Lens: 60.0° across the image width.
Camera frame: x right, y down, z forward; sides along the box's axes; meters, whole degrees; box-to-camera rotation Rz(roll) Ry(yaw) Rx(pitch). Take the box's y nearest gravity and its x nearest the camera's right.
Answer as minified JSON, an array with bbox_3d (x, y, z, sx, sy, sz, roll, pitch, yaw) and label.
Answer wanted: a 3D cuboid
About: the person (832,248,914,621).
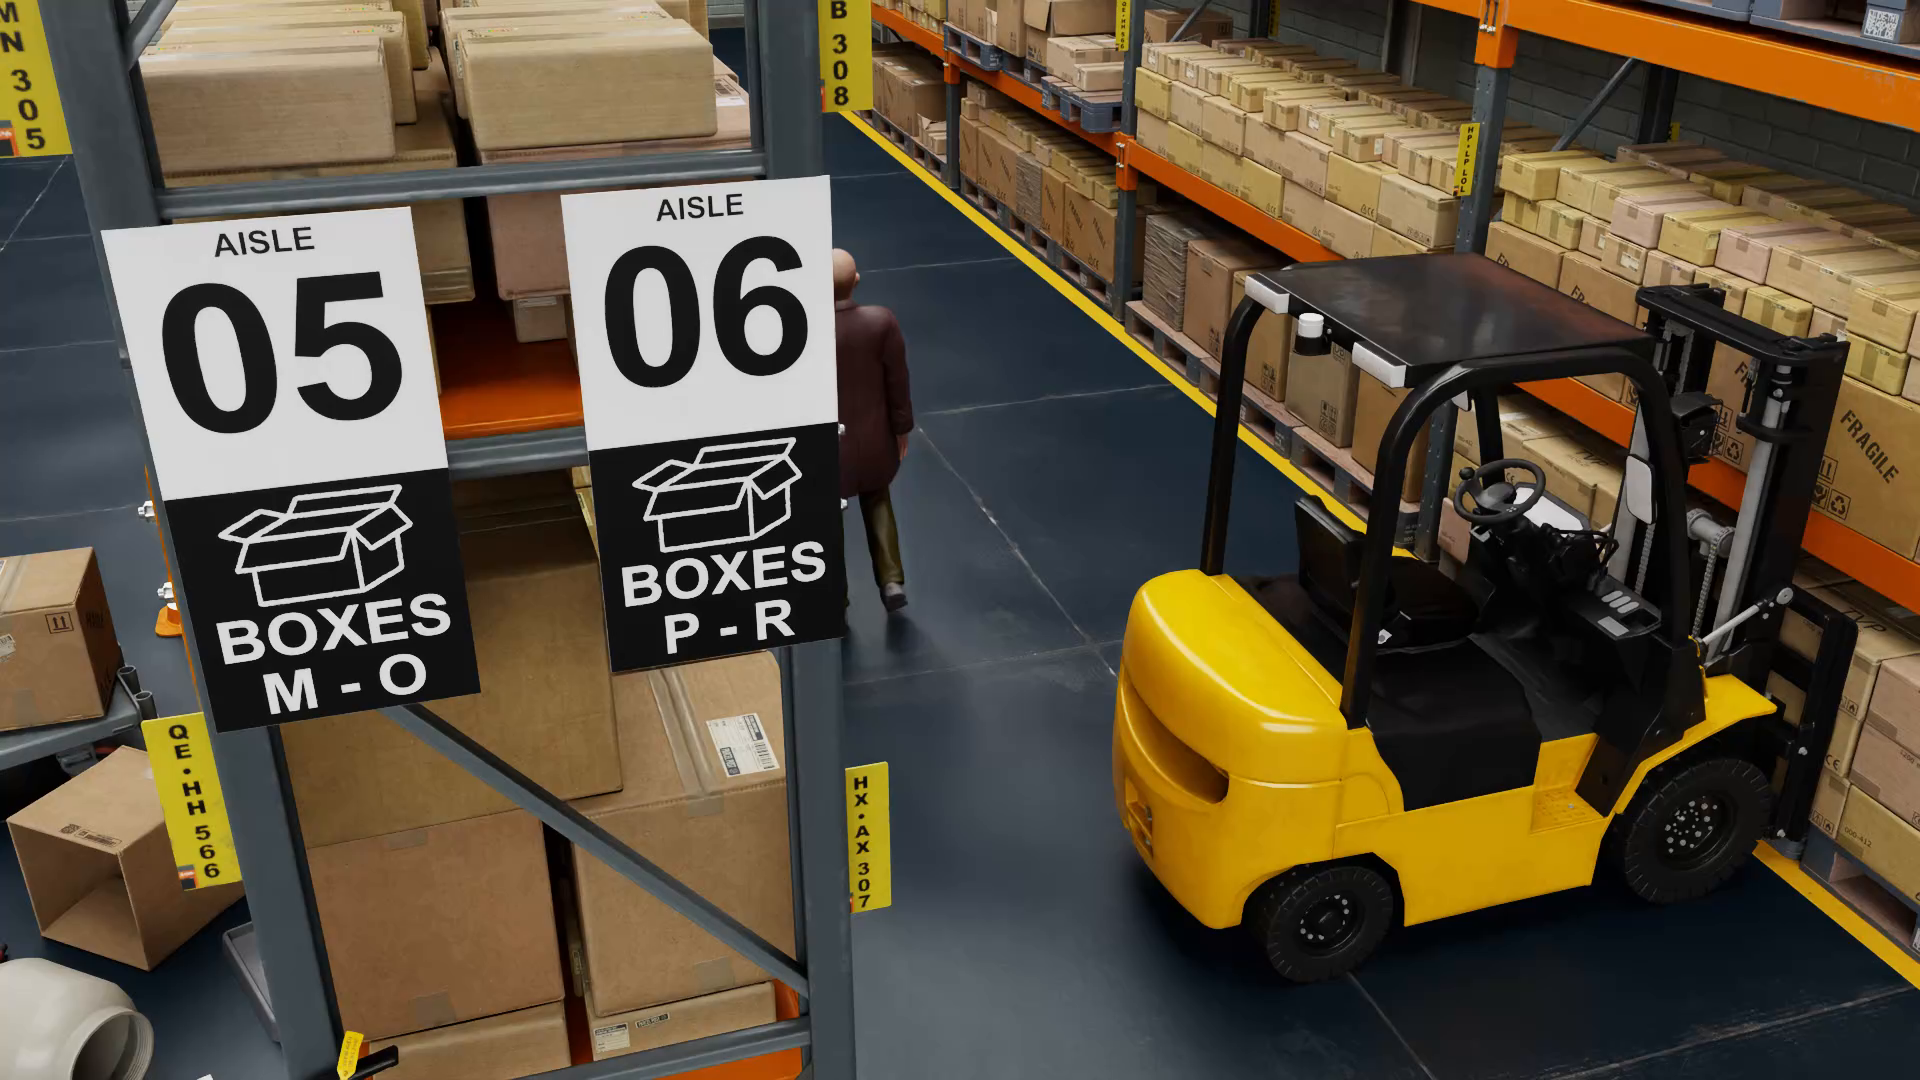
[{"bbox_3d":[-0.521,-0.444,7.492,0.640,1.798,0.571,-12,29,-24],"label":"person"}]
